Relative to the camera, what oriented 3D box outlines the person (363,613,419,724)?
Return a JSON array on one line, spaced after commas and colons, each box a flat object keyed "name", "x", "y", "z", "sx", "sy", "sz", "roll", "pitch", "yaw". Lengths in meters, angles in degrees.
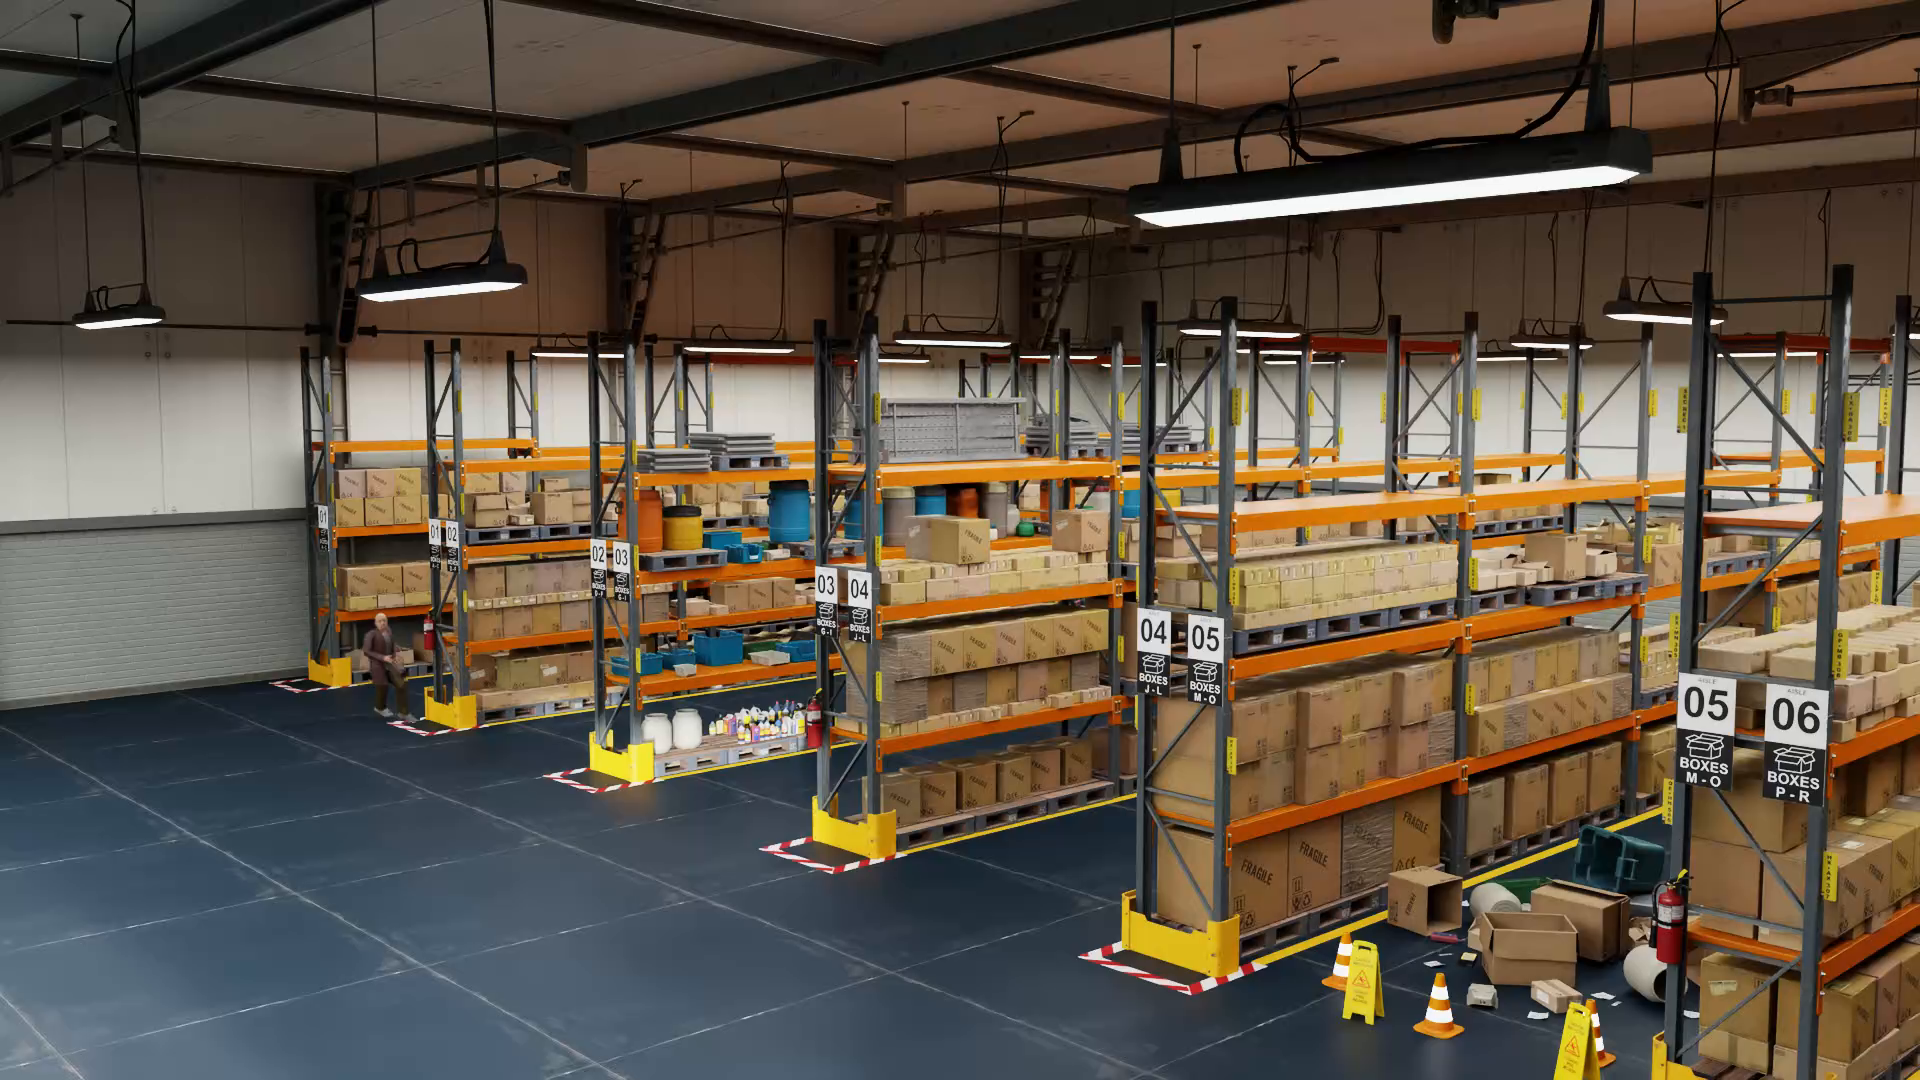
[{"name": "person", "x": -9.075, "y": 2.057, "z": 26.084, "sx": 0.950, "sy": 1.659, "sz": 0.741, "roll": 4, "pitch": 7, "yaw": 41}]
